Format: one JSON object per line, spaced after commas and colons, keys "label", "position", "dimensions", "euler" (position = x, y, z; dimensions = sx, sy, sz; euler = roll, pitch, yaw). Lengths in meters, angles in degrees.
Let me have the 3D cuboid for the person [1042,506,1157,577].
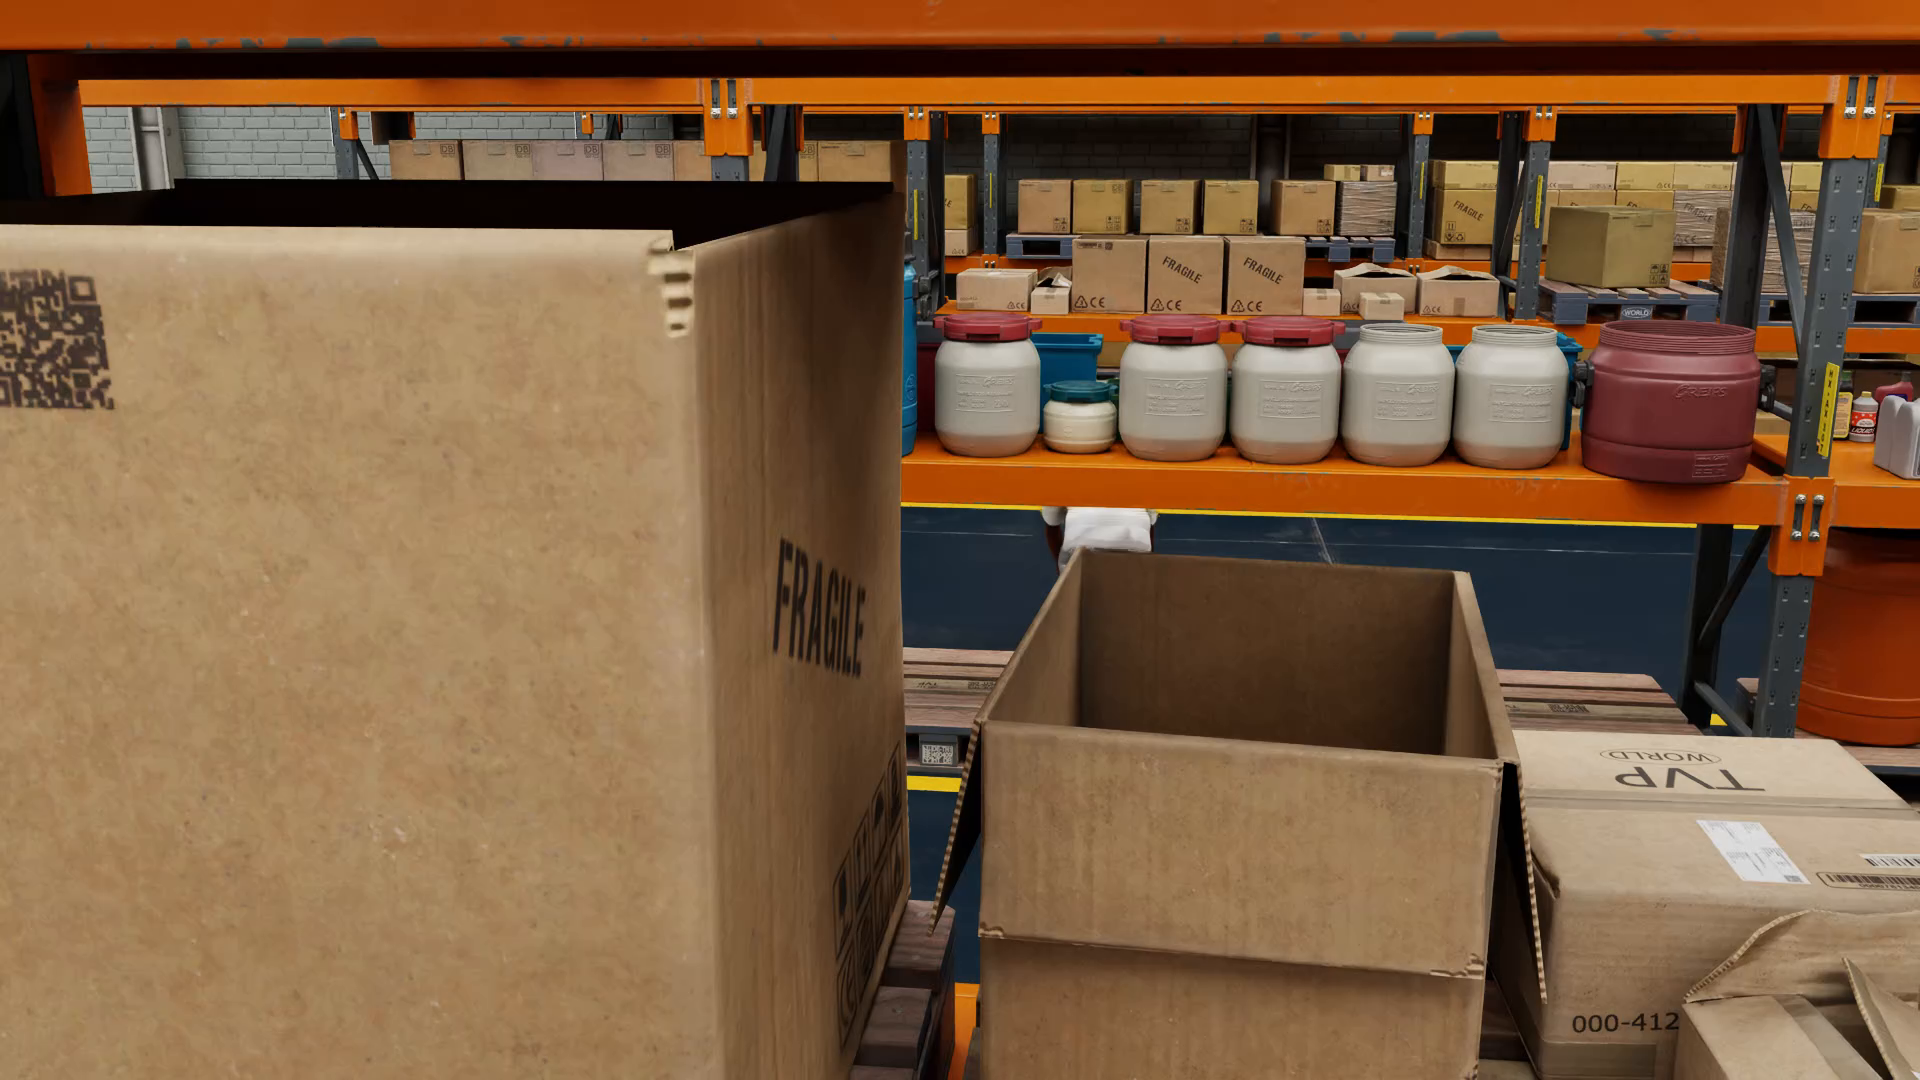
{"label": "person", "position": [0.706, -0.009, 8.486], "dimensions": [0.593, 1.038, 0.884], "euler": [2, 14, 6]}
